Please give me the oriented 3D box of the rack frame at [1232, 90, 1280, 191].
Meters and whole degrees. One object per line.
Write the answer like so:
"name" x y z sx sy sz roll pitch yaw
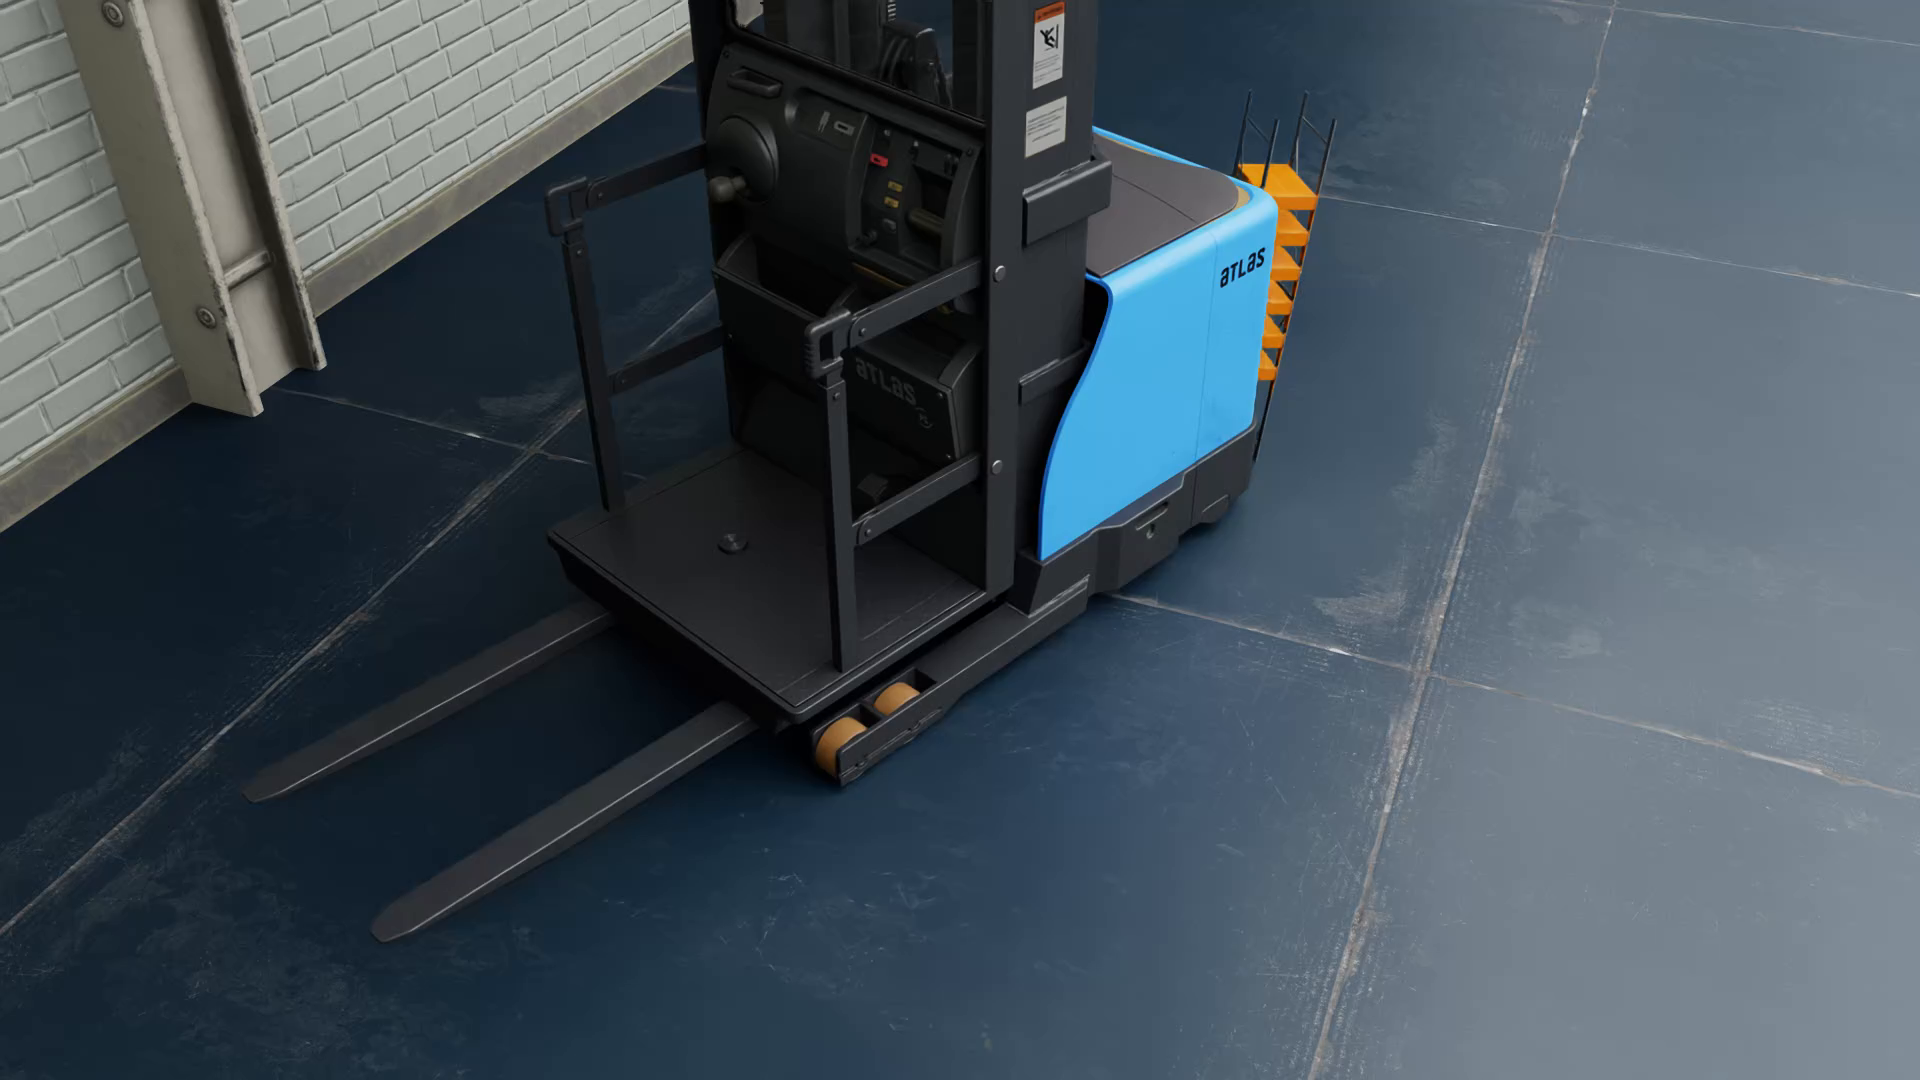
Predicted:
"rack frame" 0.851 -0.813 5.310 0.006 1.200 0.240 -3 37 -13

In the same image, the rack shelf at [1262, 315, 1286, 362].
"rack shelf" 0.925 -0.685 5.426 0.180 0.103 0.258 -3 37 -13

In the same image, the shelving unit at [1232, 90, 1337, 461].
"shelving unit" 0.940 -0.818 5.331 0.189 1.200 0.258 -3 37 -13

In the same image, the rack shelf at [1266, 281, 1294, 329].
"rack shelf" 0.936 -0.782 5.356 0.180 0.103 0.258 -3 37 -13

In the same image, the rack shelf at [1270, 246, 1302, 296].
"rack shelf" 0.948 -0.879 5.287 0.180 0.103 0.258 -3 37 -13

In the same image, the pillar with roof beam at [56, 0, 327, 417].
"pillar with roof beam" 1.440 -3.198 2.012 9.100 9.000 0.400 14 39 18

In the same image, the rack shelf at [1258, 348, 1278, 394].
"rack shelf" 0.914 -0.587 5.495 0.180 0.103 0.258 -3 37 -13

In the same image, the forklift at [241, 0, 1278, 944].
"forklift" -0.456 -0.887 3.989 1.130 2.935 3.031 31 46 34

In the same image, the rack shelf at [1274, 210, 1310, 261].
"rack shelf" 0.959 -0.976 5.217 0.180 0.103 0.258 -3 37 -13

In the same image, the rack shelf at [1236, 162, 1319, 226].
"rack shelf" 0.970 -1.073 5.148 0.180 0.103 0.258 -3 37 -13

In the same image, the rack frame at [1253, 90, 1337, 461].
"rack frame" 1.029 -0.822 5.351 0.006 1.200 0.240 -3 37 -13
